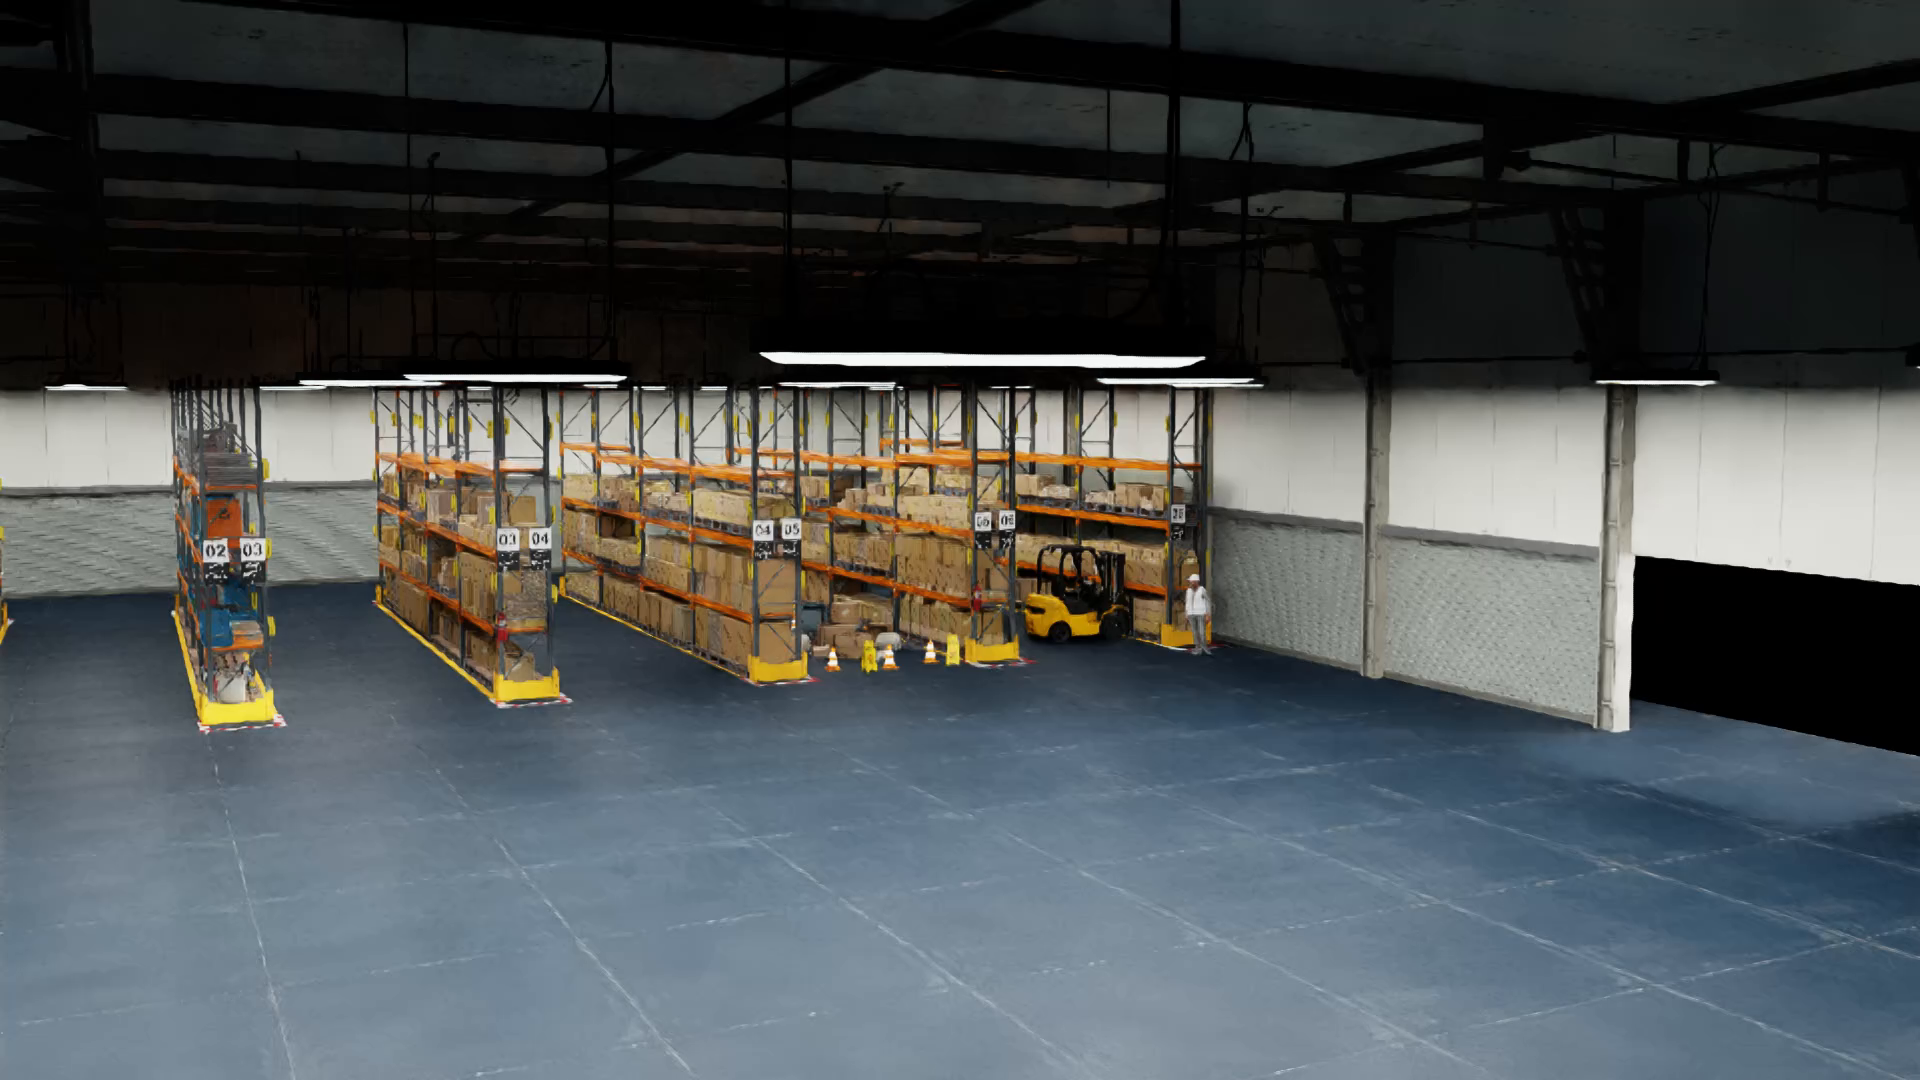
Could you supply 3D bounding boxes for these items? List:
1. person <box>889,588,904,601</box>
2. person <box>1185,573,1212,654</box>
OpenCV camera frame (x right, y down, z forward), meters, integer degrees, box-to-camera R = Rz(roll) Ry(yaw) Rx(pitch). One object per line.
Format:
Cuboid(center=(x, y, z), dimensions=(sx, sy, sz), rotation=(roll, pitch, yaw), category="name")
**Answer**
Cuboid(center=(-1.806, 0.802, 45.294), dimensions=(0.574, 1.764, 0.669), rotation=(0, 5, 2), category="person")
Cuboid(center=(5.188, 1.609, 36.249), dimensions=(0.636, 1.765, 0.403), rotation=(3, 6, 32), category="person")
